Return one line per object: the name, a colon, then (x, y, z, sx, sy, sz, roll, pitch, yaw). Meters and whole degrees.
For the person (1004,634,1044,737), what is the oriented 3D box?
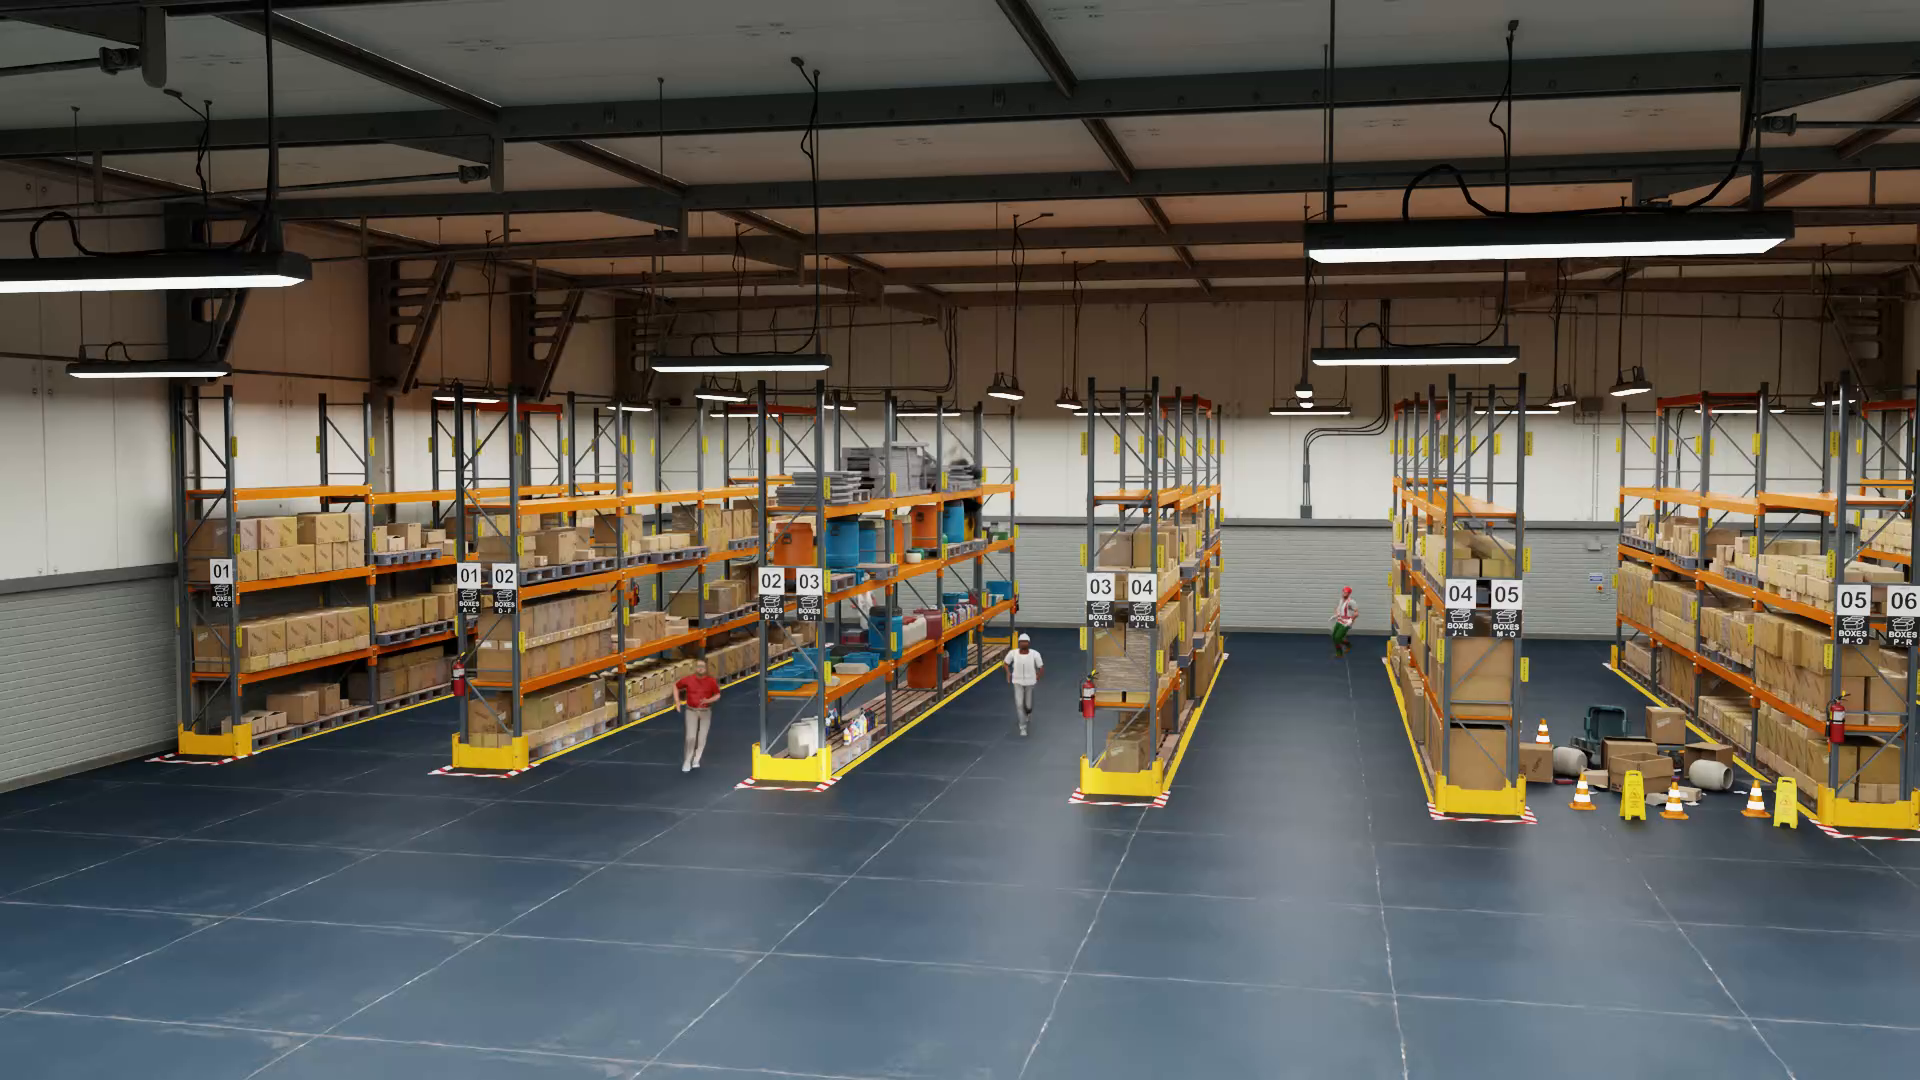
person: (1.112, 2.512, 29.041, 0.700, 1.762, 0.881, 0, 3, 1)

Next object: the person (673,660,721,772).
person: (-4.038, 2.734, 25.699, 0.679, 1.733, 0.609, -1, 3, -21)

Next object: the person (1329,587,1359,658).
person: (9.082, 1.953, 39.248, 0.563, 1.719, 0.708, -1, 4, -24)

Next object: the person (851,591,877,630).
person: (-2.308, 1.846, 40.688, 0.738, 1.736, 0.675, -1, 3, -12)
